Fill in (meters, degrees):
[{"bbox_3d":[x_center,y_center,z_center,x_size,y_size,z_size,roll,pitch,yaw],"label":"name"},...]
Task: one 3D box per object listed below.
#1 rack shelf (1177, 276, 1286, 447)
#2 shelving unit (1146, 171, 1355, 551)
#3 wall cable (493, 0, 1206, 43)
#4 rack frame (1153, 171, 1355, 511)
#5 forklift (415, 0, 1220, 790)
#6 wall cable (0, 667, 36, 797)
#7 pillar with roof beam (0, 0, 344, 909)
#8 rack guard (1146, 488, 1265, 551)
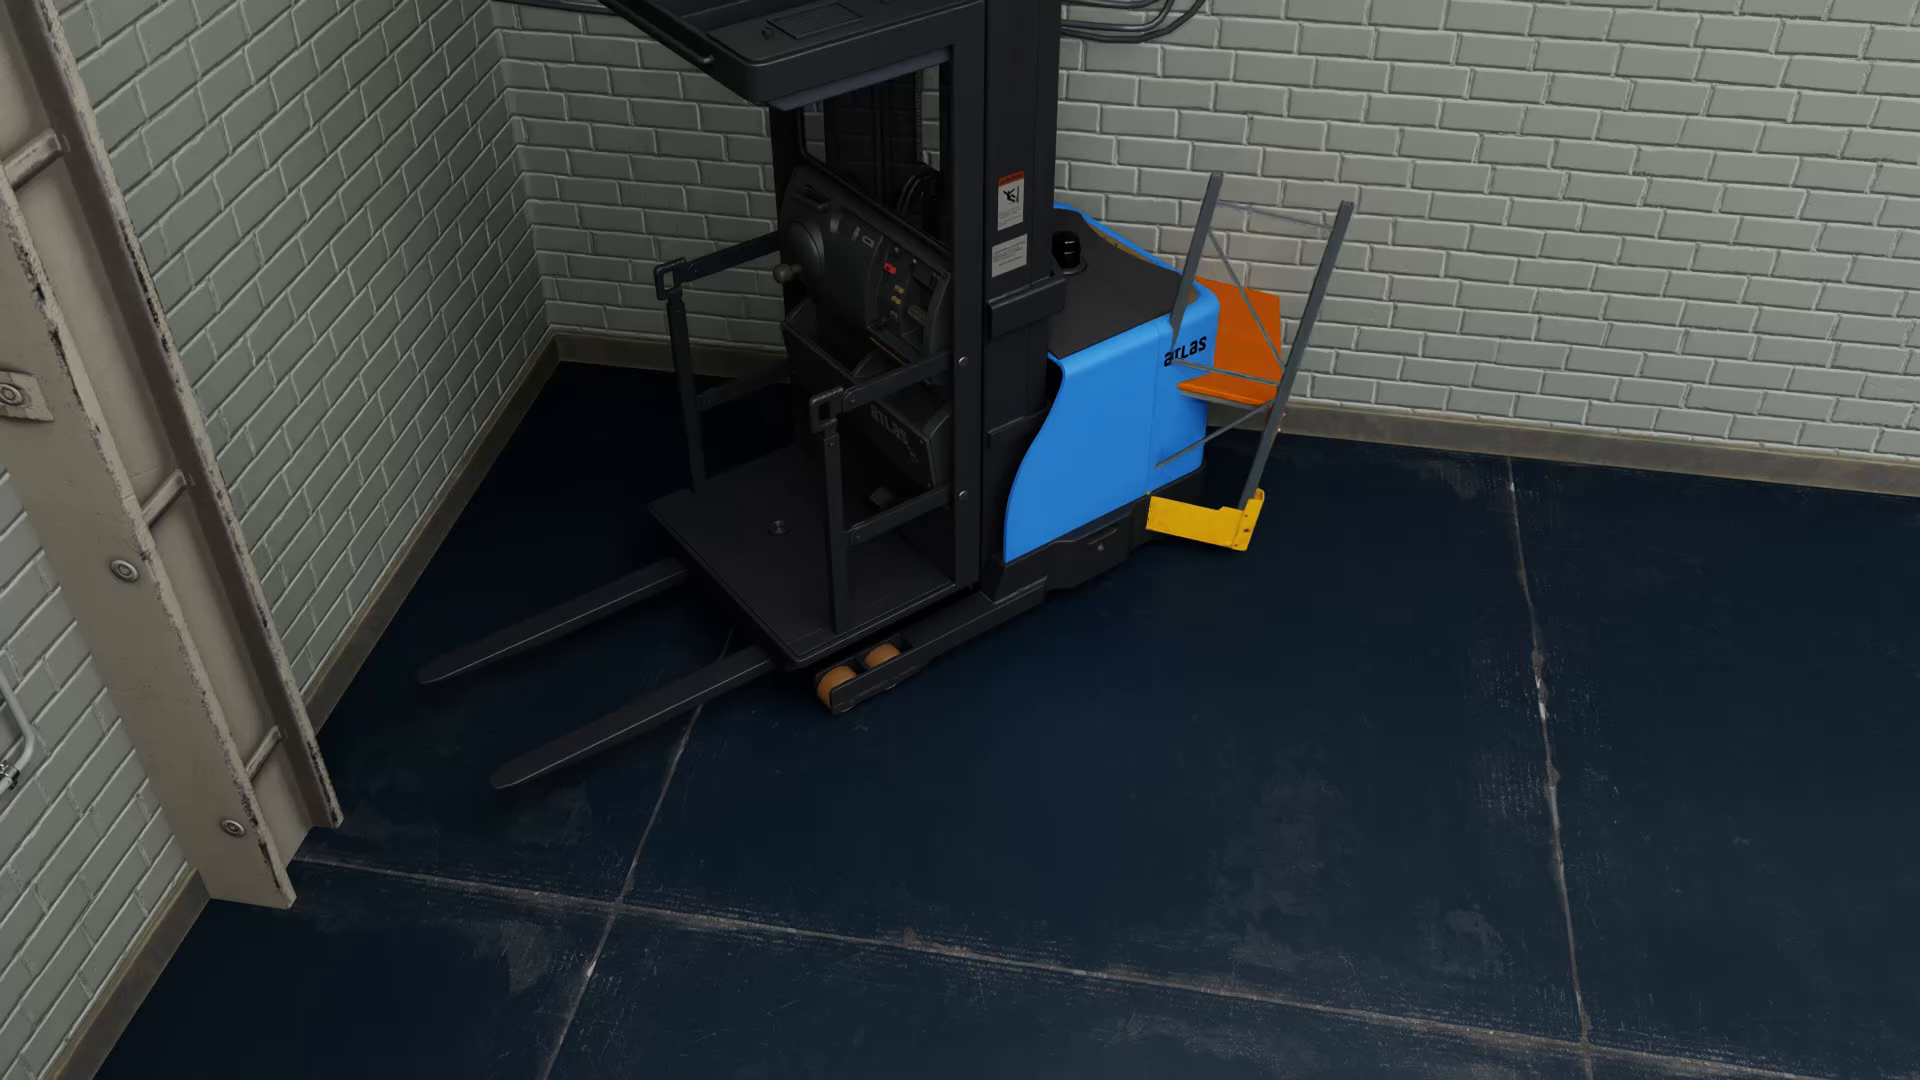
[{"bbox_3d":[1.017,-0.772,6.652,0.538,0.185,1.000,13,37,0],"label":"rack shelf"},{"bbox_3d":[1.049,-0.918,6.551,0.587,1.500,1.083,13,37,0],"label":"shelving unit"},{"bbox_3d":[-0.549,-2.951,5.694,3.097,2.526,0.112,6,40,8],"label":"wall cable"},{"bbox_3d":[0.977,-0.616,6.137,0.500,1.500,0.032,13,37,0],"label":"rack frame"},{"bbox_3d":[-0.500,-0.892,5.529,3.031,2.935,1.130,-25,46,-27],"label":"forklift"},{"bbox_3d":[-2.590,0.375,3.145,0.084,1.984,1.851,6,40,8],"label":"wall cable"},{"bbox_3d":[1.975,-1.953,2.050,9.100,9.000,0.400,6,40,8],"label":"pillar with roof beam"},{"bbox_3d":[0.874,-0.139,6.528,0.587,0.250,0.087,13,37,0],"label":"rack guard"}]
